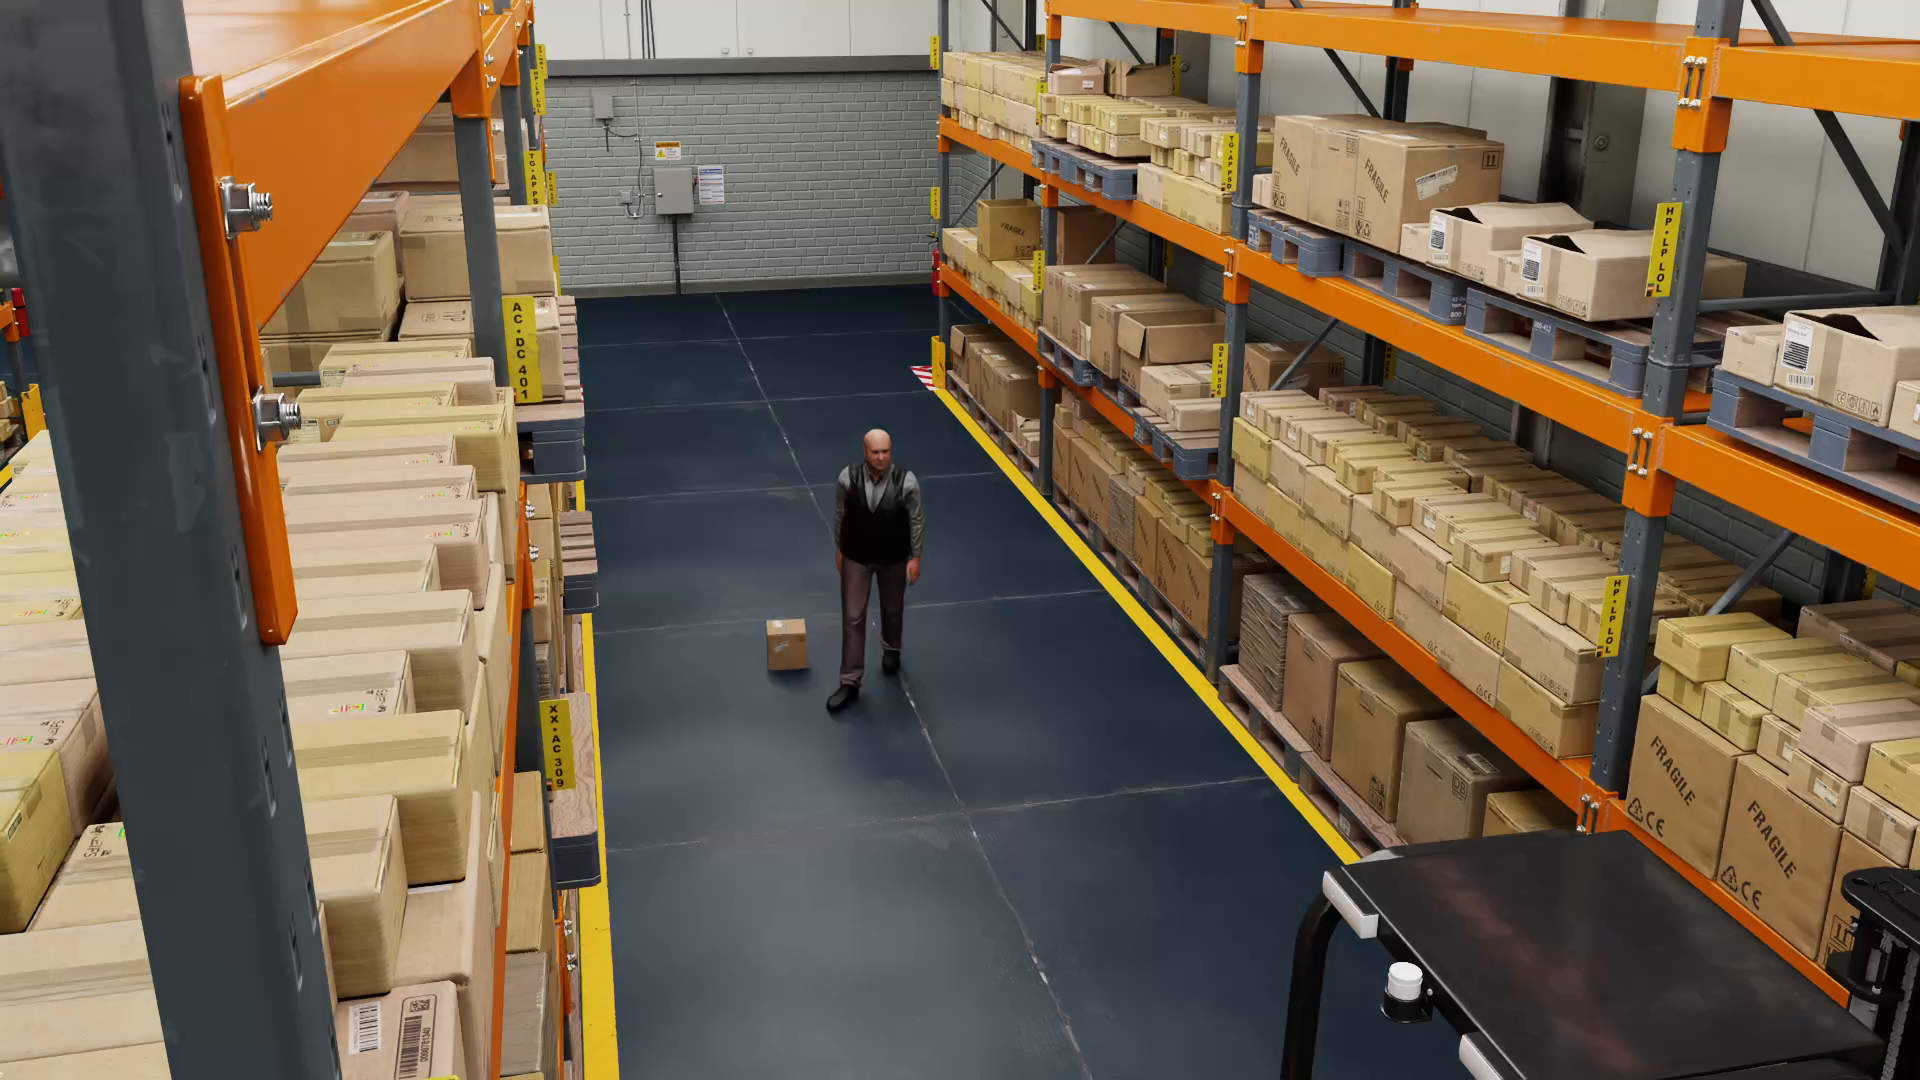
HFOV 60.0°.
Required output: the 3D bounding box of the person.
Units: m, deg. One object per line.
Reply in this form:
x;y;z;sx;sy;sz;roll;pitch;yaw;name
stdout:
-0.515;0.112;10.298;0.595;1.678;0.904;1;19;2;person
